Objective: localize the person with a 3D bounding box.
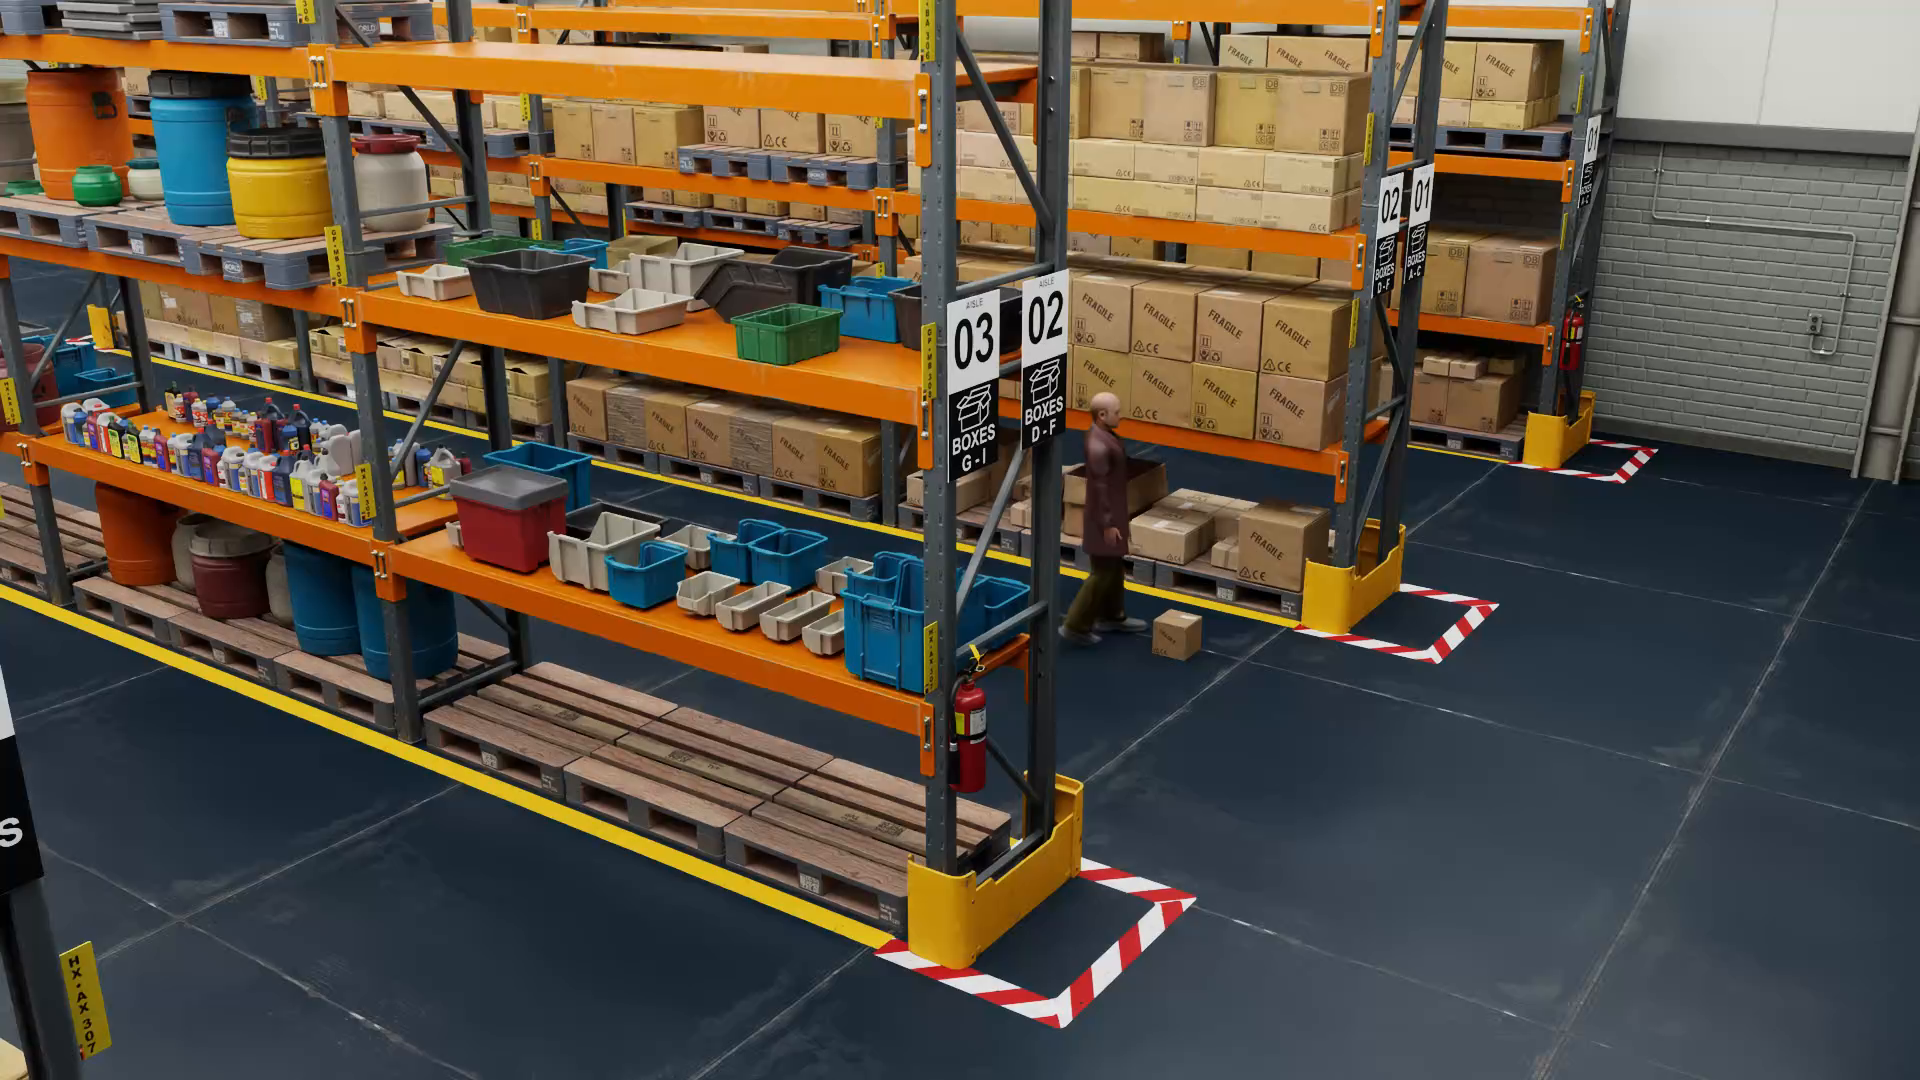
[{"bbox_3d":[1.018,-0.136,11.508,0.633,1.821,0.612,2,20,6],"label":"person"}]
